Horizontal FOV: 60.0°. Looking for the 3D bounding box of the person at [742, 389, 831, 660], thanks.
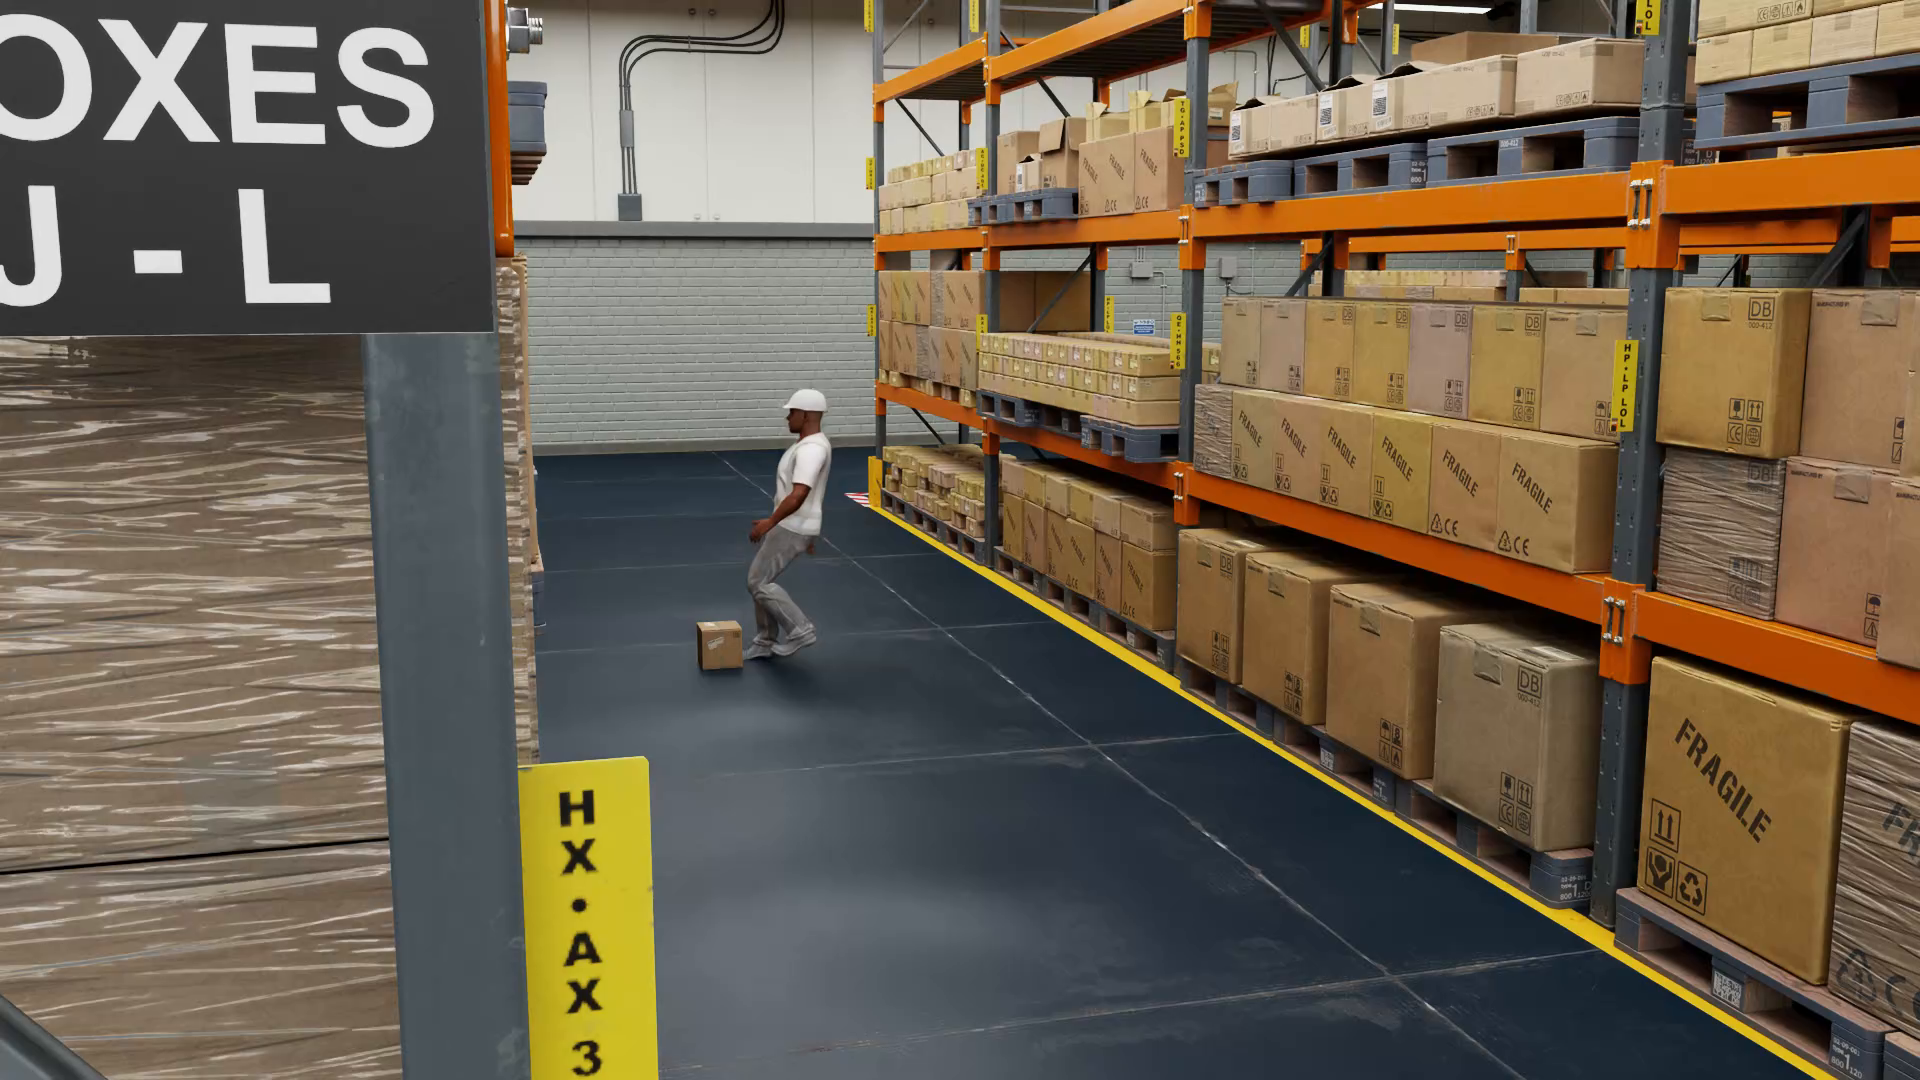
[{"bbox_3d":[-1.135,-0.075,10.463,0.659,1.736,0.625,-1,9,-4],"label":"person"}]
